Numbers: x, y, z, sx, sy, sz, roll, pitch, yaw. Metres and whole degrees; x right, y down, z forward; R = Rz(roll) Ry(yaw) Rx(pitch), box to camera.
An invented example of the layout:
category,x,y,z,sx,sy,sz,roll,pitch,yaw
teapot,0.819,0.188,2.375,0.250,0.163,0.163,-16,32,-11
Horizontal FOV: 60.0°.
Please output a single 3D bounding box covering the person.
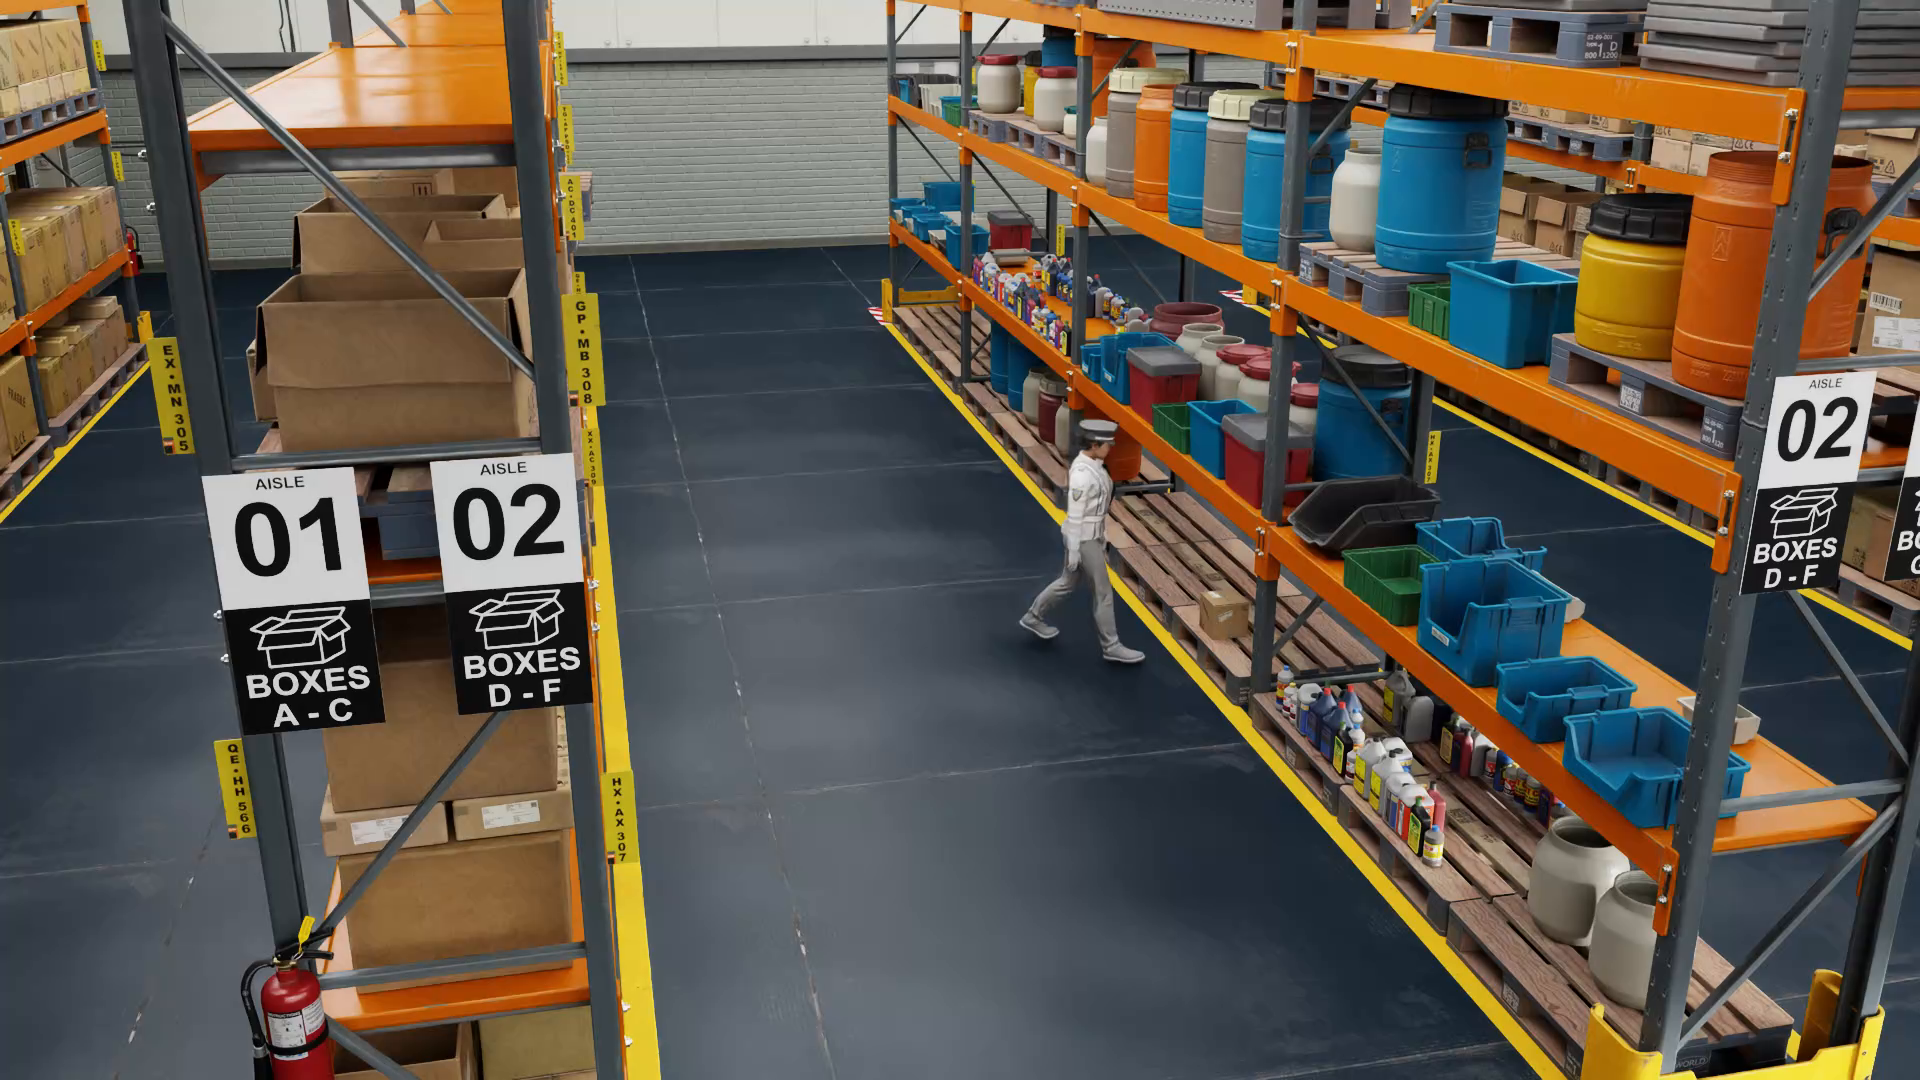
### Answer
category,x,y,z,sx,sy,sz,roll,pitch,yaw
person,0.828,-0.020,11.104,0.898,1.626,0.506,4,20,11
